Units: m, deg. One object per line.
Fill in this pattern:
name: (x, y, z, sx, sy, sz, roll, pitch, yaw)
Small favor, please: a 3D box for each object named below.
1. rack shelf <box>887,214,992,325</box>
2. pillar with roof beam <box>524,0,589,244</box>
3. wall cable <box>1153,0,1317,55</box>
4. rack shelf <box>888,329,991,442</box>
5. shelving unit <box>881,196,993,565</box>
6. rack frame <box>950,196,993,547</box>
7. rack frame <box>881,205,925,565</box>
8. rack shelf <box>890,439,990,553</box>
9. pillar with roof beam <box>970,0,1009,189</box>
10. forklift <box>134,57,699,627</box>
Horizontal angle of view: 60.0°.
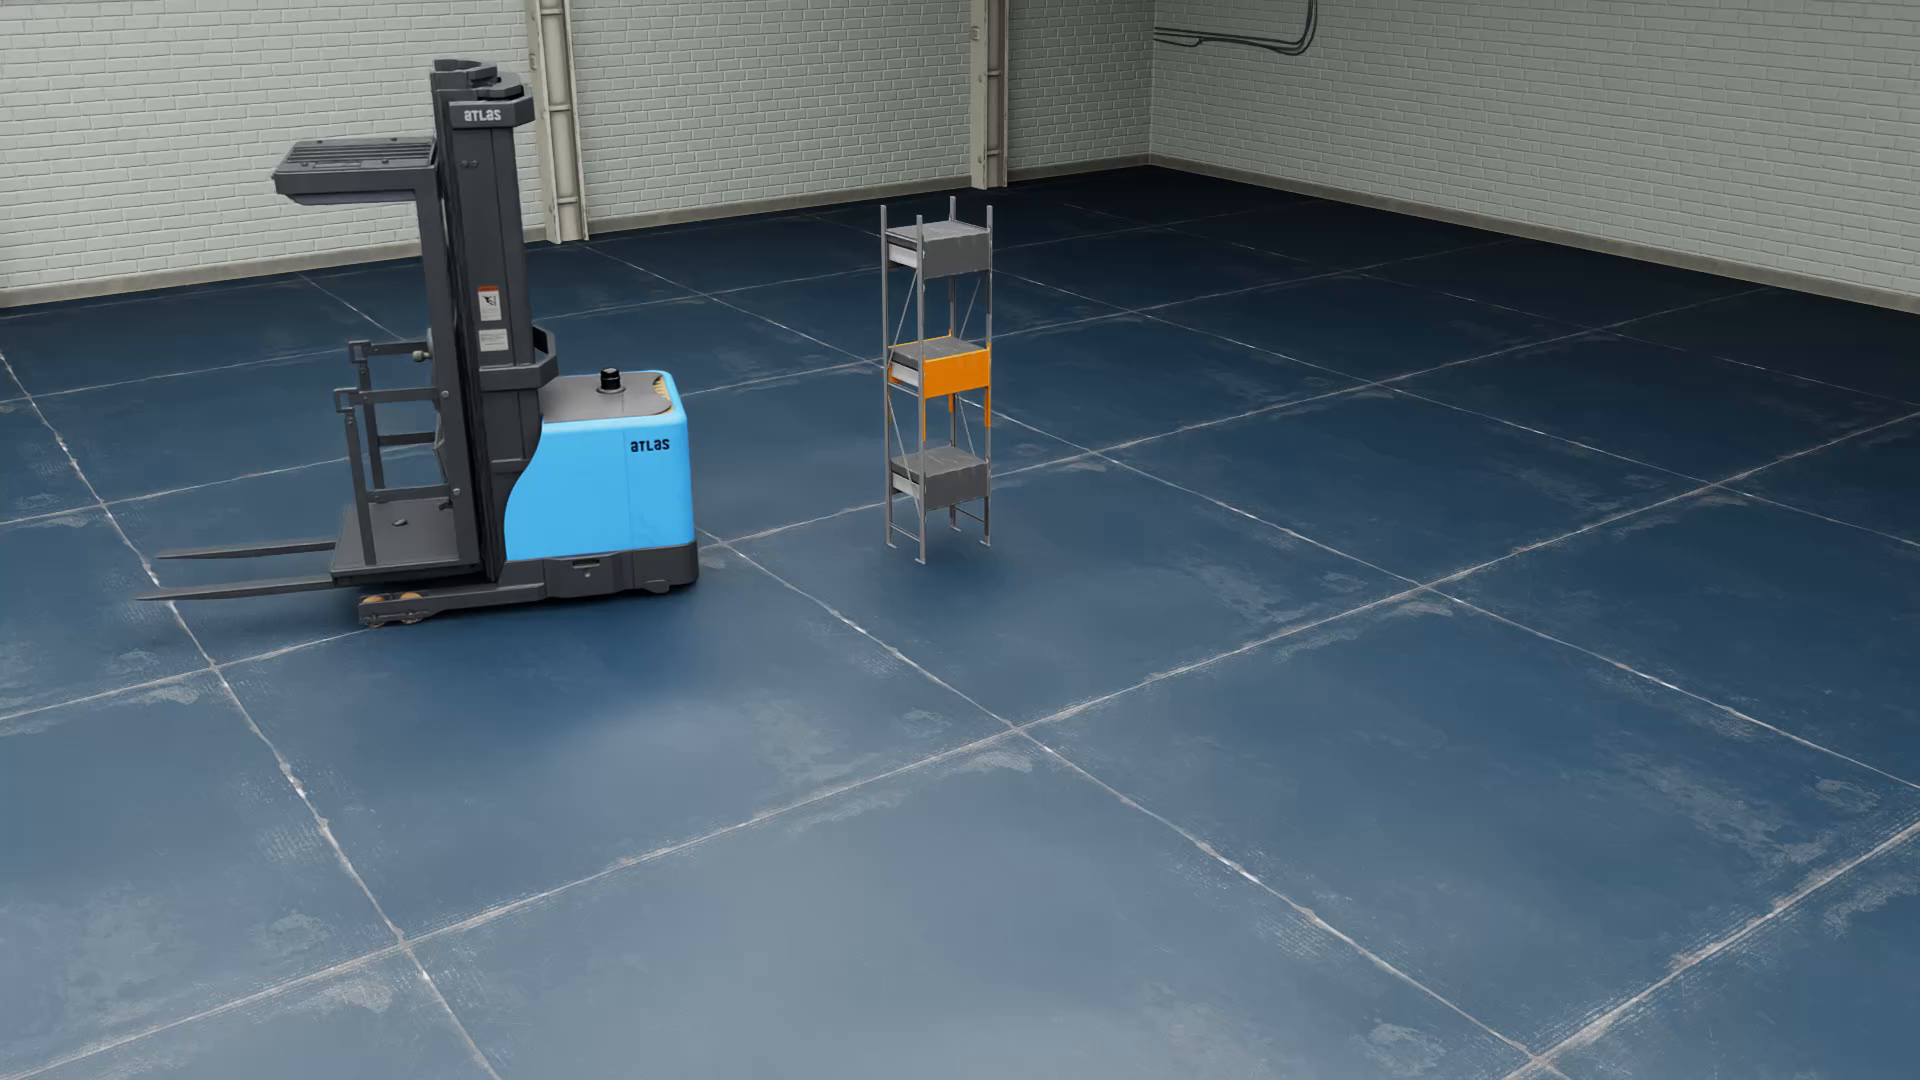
rack shelf: (-0.134, -1.577, 9.663, 0.480, 0.518, 0.431, -15, 26, -33)
pillar with roof beam: (-1.971, -6.319, 14.090, 0.400, 9.000, 9.100, -15, 26, -33)
wall cable: (3.549, -7.711, 21.767, 0.112, 2.526, 3.097, -15, 26, -33)
rack shelf: (-0.134, -0.927, 9.922, 0.480, 0.518, 0.431, -15, 26, -33)
shelving unit: (-0.134, -0.939, 9.917, 0.503, 2.100, 0.431, -15, 26, -33)
rack frame: (0.064, -0.992, 10.050, 0.015, 2.100, 0.400, -15, 26, -33)
rack frame: (-0.332, -0.887, 9.785, 0.015, 2.100, 0.400, -15, 26, -33)
rack shelf: (-0.134, -0.277, 10.182, 0.480, 0.518, 0.431, -15, 26, -33)
pillar with roof beam: (2.900, -7.618, 17.345, 0.400, 9.000, 9.100, -15, 26, -33)
forklift: (-3.091, -1.097, 9.191, 3.031, 2.935, 1.130, -6, 22, -14)
